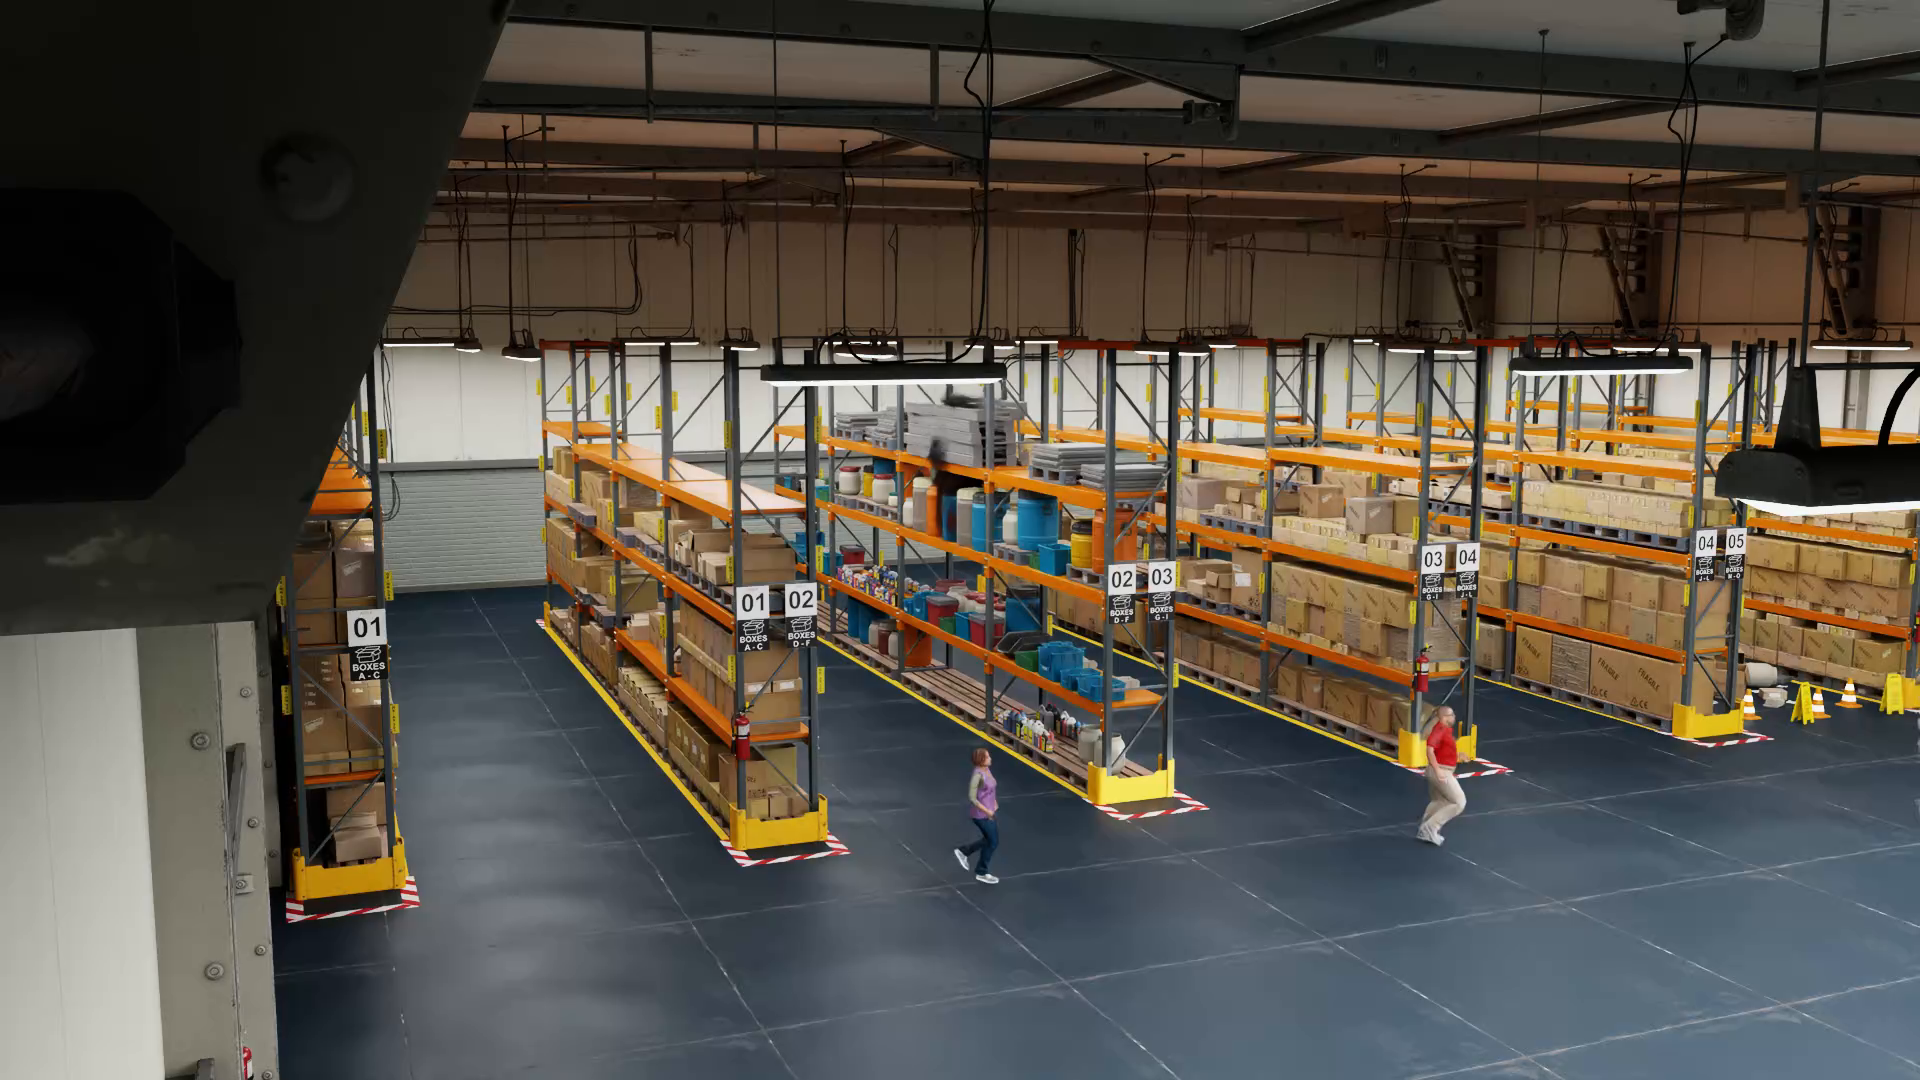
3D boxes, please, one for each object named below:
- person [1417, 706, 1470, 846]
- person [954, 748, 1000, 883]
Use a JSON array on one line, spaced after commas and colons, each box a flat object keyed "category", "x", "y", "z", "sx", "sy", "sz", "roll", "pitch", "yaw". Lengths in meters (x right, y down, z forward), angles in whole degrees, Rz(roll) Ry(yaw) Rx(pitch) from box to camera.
[{"category": "person", "x": 5.922, "y": 2.860, "z": 20.285, "sx": 0.625, "sy": 1.701, "sz": 0.667, "roll": 1, "pitch": 7, "yaw": 7}, {"category": "person", "x": 0.189, "y": 3.164, "z": 18.909, "sx": 0.515, "sy": 1.483, "sz": 0.536, "roll": 1, "pitch": 8, "yaw": 11}]
